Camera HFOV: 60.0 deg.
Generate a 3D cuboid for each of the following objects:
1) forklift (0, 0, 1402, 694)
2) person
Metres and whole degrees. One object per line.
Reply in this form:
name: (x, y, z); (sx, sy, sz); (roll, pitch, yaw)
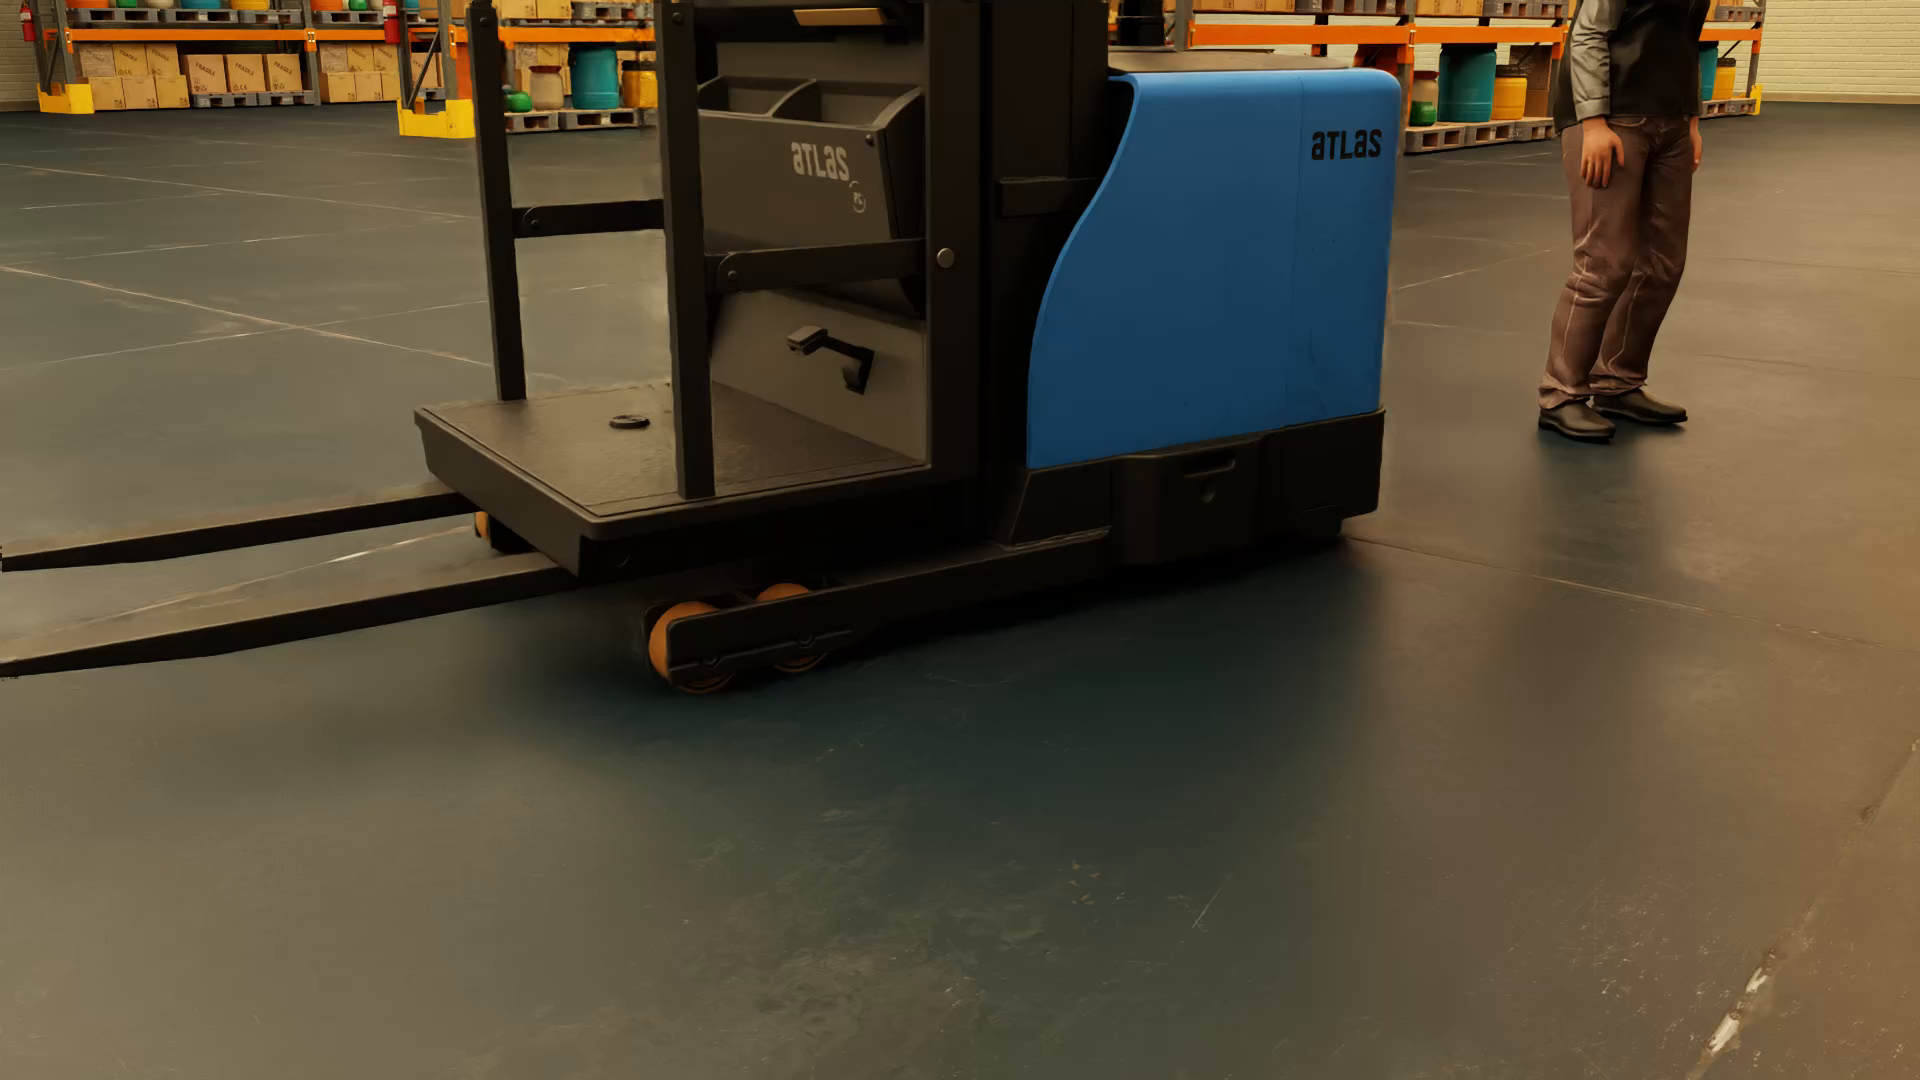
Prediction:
forklift: (-0.518, -1.297, 3.169); (3.031, 2.935, 1.130); (-11, 20, -32)
person: (1.980, -1.191, 4.907); (0.589, 1.720, 0.421); (-12, 21, -35)
